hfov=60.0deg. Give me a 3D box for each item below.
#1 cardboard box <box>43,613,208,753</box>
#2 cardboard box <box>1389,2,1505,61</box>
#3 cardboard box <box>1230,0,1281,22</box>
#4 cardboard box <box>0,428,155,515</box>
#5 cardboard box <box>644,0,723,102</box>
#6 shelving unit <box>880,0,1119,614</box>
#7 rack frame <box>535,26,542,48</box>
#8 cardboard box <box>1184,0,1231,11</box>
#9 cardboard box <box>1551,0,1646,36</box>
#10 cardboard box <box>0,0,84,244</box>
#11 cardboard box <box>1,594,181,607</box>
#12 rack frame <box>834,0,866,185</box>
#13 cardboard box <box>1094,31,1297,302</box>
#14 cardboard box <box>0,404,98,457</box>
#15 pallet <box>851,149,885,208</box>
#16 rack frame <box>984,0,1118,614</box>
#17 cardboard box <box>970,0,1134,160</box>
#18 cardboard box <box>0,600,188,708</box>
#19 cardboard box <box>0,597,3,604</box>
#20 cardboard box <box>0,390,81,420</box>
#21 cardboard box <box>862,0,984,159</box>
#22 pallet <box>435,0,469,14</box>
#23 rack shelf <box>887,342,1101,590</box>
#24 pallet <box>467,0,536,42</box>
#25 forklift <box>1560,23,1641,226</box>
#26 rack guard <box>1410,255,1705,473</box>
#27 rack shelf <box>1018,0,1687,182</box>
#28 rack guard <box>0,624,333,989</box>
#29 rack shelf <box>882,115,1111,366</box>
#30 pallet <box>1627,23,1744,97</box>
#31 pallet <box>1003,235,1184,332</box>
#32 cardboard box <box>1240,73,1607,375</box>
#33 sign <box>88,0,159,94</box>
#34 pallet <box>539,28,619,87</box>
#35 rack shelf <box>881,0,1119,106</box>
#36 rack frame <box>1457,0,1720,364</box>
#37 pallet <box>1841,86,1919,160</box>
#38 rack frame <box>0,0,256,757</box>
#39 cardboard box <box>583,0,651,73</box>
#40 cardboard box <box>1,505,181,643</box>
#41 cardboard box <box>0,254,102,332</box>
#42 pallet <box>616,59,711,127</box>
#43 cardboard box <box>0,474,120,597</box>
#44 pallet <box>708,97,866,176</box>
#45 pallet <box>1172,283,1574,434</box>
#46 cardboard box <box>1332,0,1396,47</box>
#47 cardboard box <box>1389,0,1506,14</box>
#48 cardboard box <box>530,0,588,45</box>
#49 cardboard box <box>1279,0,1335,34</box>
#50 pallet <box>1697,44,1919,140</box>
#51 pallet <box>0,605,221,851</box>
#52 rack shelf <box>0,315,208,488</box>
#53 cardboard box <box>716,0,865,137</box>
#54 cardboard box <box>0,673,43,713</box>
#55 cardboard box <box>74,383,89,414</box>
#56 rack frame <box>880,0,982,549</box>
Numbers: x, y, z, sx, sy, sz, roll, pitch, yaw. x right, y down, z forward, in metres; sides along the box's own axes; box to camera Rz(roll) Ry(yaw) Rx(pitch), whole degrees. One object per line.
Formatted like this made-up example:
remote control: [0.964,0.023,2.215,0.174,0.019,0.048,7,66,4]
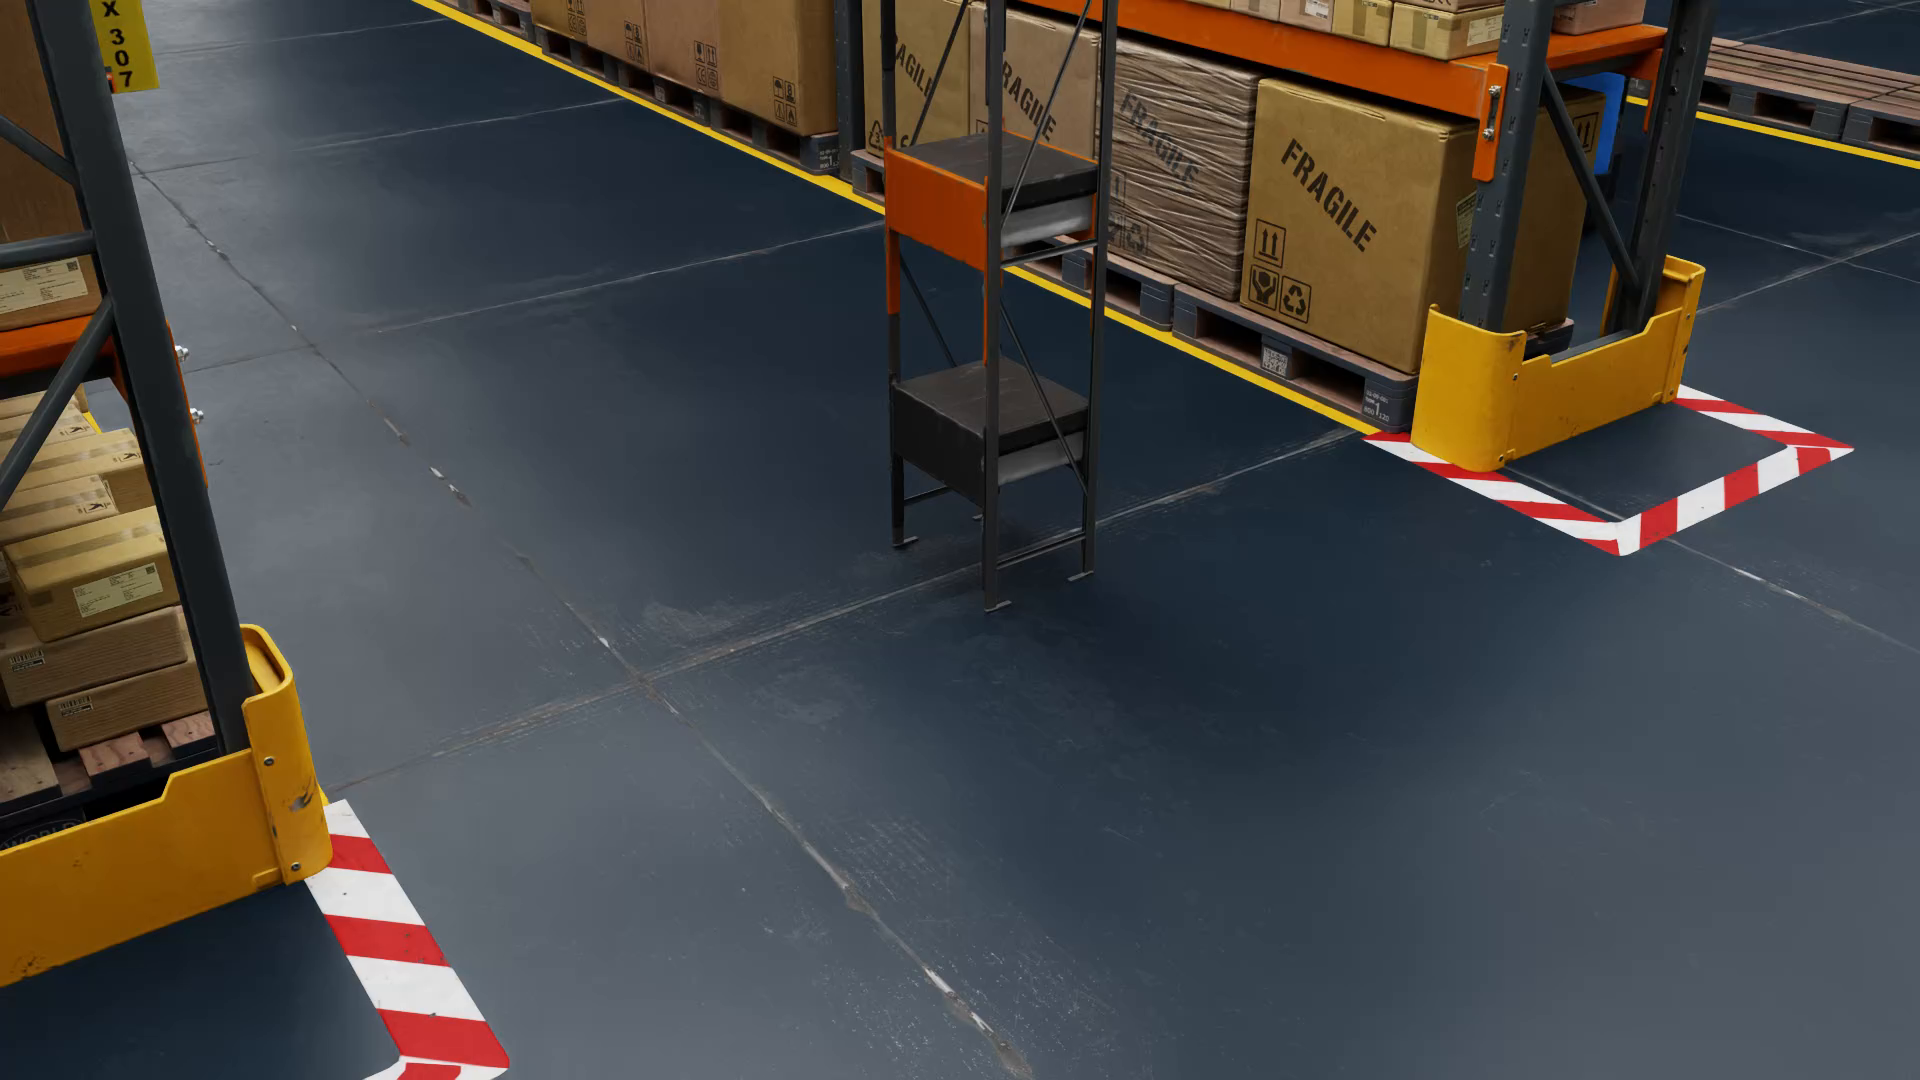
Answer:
cardboard box: [-2.012,0.337,4.034,0.380,0.149,0.250,-18,33,-30]
cardboard box: [1.655,-1.710,5.518,0.380,0.149,0.250,-18,33,-30]
cardboard box: [1.213,-2.006,6.064,0.380,0.149,0.250,-18,33,-30]
cardboard box: [-2.296,-0.137,4.283,0.380,0.149,0.250,-19,34,-31]
cardboard box: [-1.097,-3.169,9.728,1.225,0.875,0.875,-20,34,-32]
shelving unit: [0.096,-0.858,4.630,0.431,2.100,0.503,-19,34,-31]
rack frame: [-2.511,-4.883,11.098,1.000,3.000,0.127,-19,34,-31]
cardboard box: [1.061,-2.106,6.249,0.380,0.149,0.250,-20,34,-32]
cardboard box: [2.193,-1.892,5.853,0.380,0.149,0.250,-18,33,-30]
cardboard box: [-2.005,-0.865,3.283,0.500,0.500,0.500,-17,33,-28]
cardboard box: [-2.177,0.102,4.155,0.380,0.149,0.250,-19,34,-31]
rack frame: [-0.190,-3.328,8.234,1.000,3.000,0.127,-19,34,-31]
cardboard box: [1.165,-1.604,6.847,0.875,0.875,0.875,-19,34,-31]
cardboard box: [-2.507,-0.211,4.419,0.380,0.149,0.250,-21,35,-33]
pallet: [0.187,-1.785,8.316,1.003,0.211,1.213,-19,34,-31]
rack frame: [0.238,-0.763,4.456,0.400,2.100,0.015,-19,34,-31]
cardboard box: [0.649,-1.950,7.484,0.875,0.875,0.875,-19,34,-31]
cardboard box: [-2.064,0.224,3.930,0.380,0.149,0.250,-17,33,-29]
cardboard box: [-2.391,0.031,4.285,0.380,0.149,0.250,-18,33,-30]
cardboard box: [-2.660,-0.321,4.622,0.380,0.149,0.250,-17,33,-29]
cardboard box: [0.127,-2.300,8.128,0.875,0.875,0.875,-19,34,-31]
pallet: [-3.666,-4.436,13.196,1.003,0.211,1.213,-19,34,-31]
rack shelf: [0.096,-0.231,4.971,0.431,0.518,0.480,-19,34,-31]
pallet: [-2.963,-3.962,12.323,1.003,0.211,1.213,-19,34,-31]
forklift: [3.058,-3.449,8.529,1.130,2.935,3.031,10,30,19]
rack guard: [2.144,-0.665,5.951,1.175,0.500,0.348,-19,34,-31]
rack shelf: [0.970,-2.234,6.974,1.077,0.370,4.000,-19,34,-31]
rack guard: [-2.013,0.630,3.566,1.175,0.500,0.348,-19,34,-31]
rack shelf: [0.096,-0.846,4.637,0.431,0.518,0.480,-19,34,-31]
pallet: [4.302,-3.198,10.918,1.003,0.211,1.213,-19,34,-31]
pallet: [0.899,-1.310,7.442,1.003,0.211,1.213,-19,34,-31]
cardboard box: [1.693,-1.250,6.195,0.875,0.875,0.875,-19,34,-31]
sign: [-1.527,-0.970,2.985,0.100,0.325,0.005,-19,34,-31]
pallet: [-2.115,-3.330,11.160,1.003,0.211,1.213,-19,34,-31]
rack shelf: [0.096,-1.461,4.303,0.431,0.518,0.480,-19,34,-31]
rack frame: [2.130,-1.773,5.371,1.000,3.000,0.127,-19,34,-31]
pallet: [5.718,-2.250,9.171,1.003,0.211,1.213,-19,34,-31]
rack frame: [-1.969,-0.439,2.915,1.000,3.000,0.127,-19,34,-31]
cardboard box: [-1.617,-3.511,10.358,1.225,0.875,0.875,-19,34,-30]
cardboard box: [-1.996,0.070,3.902,0.380,0.149,0.250,-21,35,-33]
cardboard box: [-1.890,-0.545,3.374,0.380,0.149,0.250,-19,34,-31]
pallet: [-1.411,-2.856,10.288,1.003,0.211,1.213,-19,34,-31]
cardboard box: [-2.254,-0.004,4.038,0.380,0.149,0.250,-18,33,-30]
pallet: [-0.699,-2.381,9.414,1.003,0.211,1.213,-19,34,-31]
pallet: [1.602,-0.836,6.569,1.003,0.211,1.213,-19,34,-31]
cardboard box: [1.503,-1.810,5.703,0.380,0.149,0.250,-18,33,-30]
cardboard box: [1.632,-1.952,5.548,0.500,0.250,0.500,-19,34,-31]
cardboard box: [-2.127,-3.860,11.000,1.225,0.875,0.875,-21,35,-33]
cardboard box: [1.357,-1.909,5.885,0.380,0.149,0.250,-19,34,-31]
pallet: [5.014,-2.724,10.044,1.003,0.211,1.213,-19,34,-31]
pallet: [-2.456,0.431,4.235,1.003,0.211,1.213,-19,34,-31]
rack shelf: [-3.129,-0.900,4.519,1.077,0.370,4.000,-19,34,-31]
cardboard box: [-0.578,-2.822,9.089,1.225,0.875,0.875,-19,34,-30]
cardboard box: [-2.231,0.258,4.179,0.380,0.149,0.250,-19,34,-31]
cardboard box: [-2.776,-0.436,4.834,0.380,0.149,0.250,-18,33,-30]
rack frame: [-0.046,-0.953,4.805,0.400,2.100,0.015,-19,34,-31]
